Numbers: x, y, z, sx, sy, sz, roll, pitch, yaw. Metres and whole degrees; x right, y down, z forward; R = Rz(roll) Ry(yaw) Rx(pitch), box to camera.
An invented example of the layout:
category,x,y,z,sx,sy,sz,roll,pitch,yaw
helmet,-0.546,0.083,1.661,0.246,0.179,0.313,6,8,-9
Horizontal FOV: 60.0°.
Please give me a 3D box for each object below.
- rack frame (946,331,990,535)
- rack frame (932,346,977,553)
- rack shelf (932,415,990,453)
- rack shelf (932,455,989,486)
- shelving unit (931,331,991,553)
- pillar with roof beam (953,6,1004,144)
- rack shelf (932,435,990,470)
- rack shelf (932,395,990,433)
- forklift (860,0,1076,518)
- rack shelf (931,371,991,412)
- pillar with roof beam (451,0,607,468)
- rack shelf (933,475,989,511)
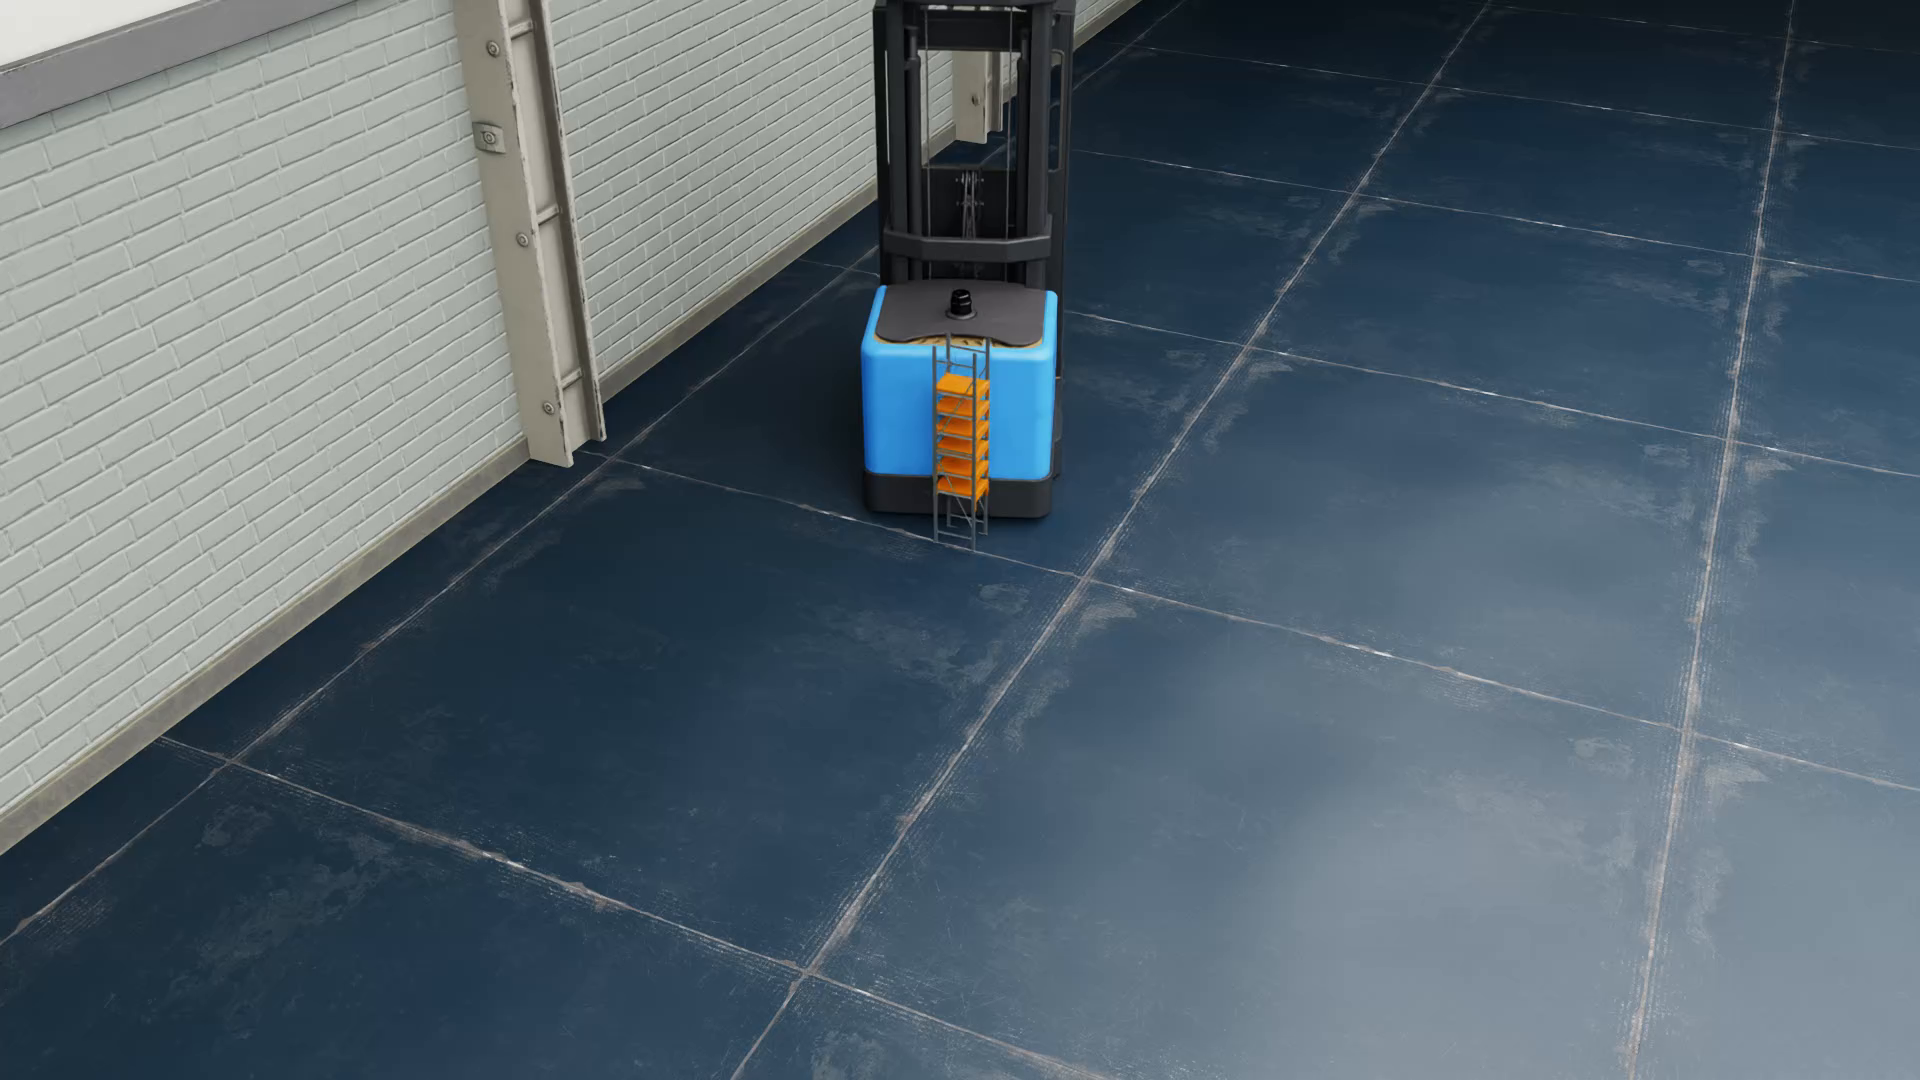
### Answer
category,x,y,z,sx,sy,sz,roll,pitch,yaw
rack frame,0.039,-0.552,8.865,0.240,1.200,0.006,13,35,18
rack frame,-0.029,-0.459,8.724,0.240,1.200,0.006,13,35,18
rack shelf,0.005,-0.569,8.753,0.258,0.103,0.180,13,35,18
rack shelf,0.005,-0.368,8.885,0.258,0.103,0.180,13,35,18
shelving unit,0.005,-0.506,8.794,0.258,1.200,0.189,13,35,18
pillar with roof beam,4.064,-6.321,10.552,9.100,9.000,0.400,14,36,20
rack shelf,0.005,-0.468,8.819,0.258,0.103,0.180,13,35,18
rack shelf,0.006,-0.669,8.687,0.258,0.103,0.180,13,35,18
forklift,0.092,-2.132,9.697,1.130,2.935,3.031,2,33,4
rack shelf,0.006,-0.769,8.621,0.258,0.103,0.180,13,35,18
pillar with roof beam,1.553,-3.333,5.995,9.100,9.000,0.400,14,36,20
rack shelf,0.004,-0.268,8.951,0.258,0.103,0.180,13,35,18
